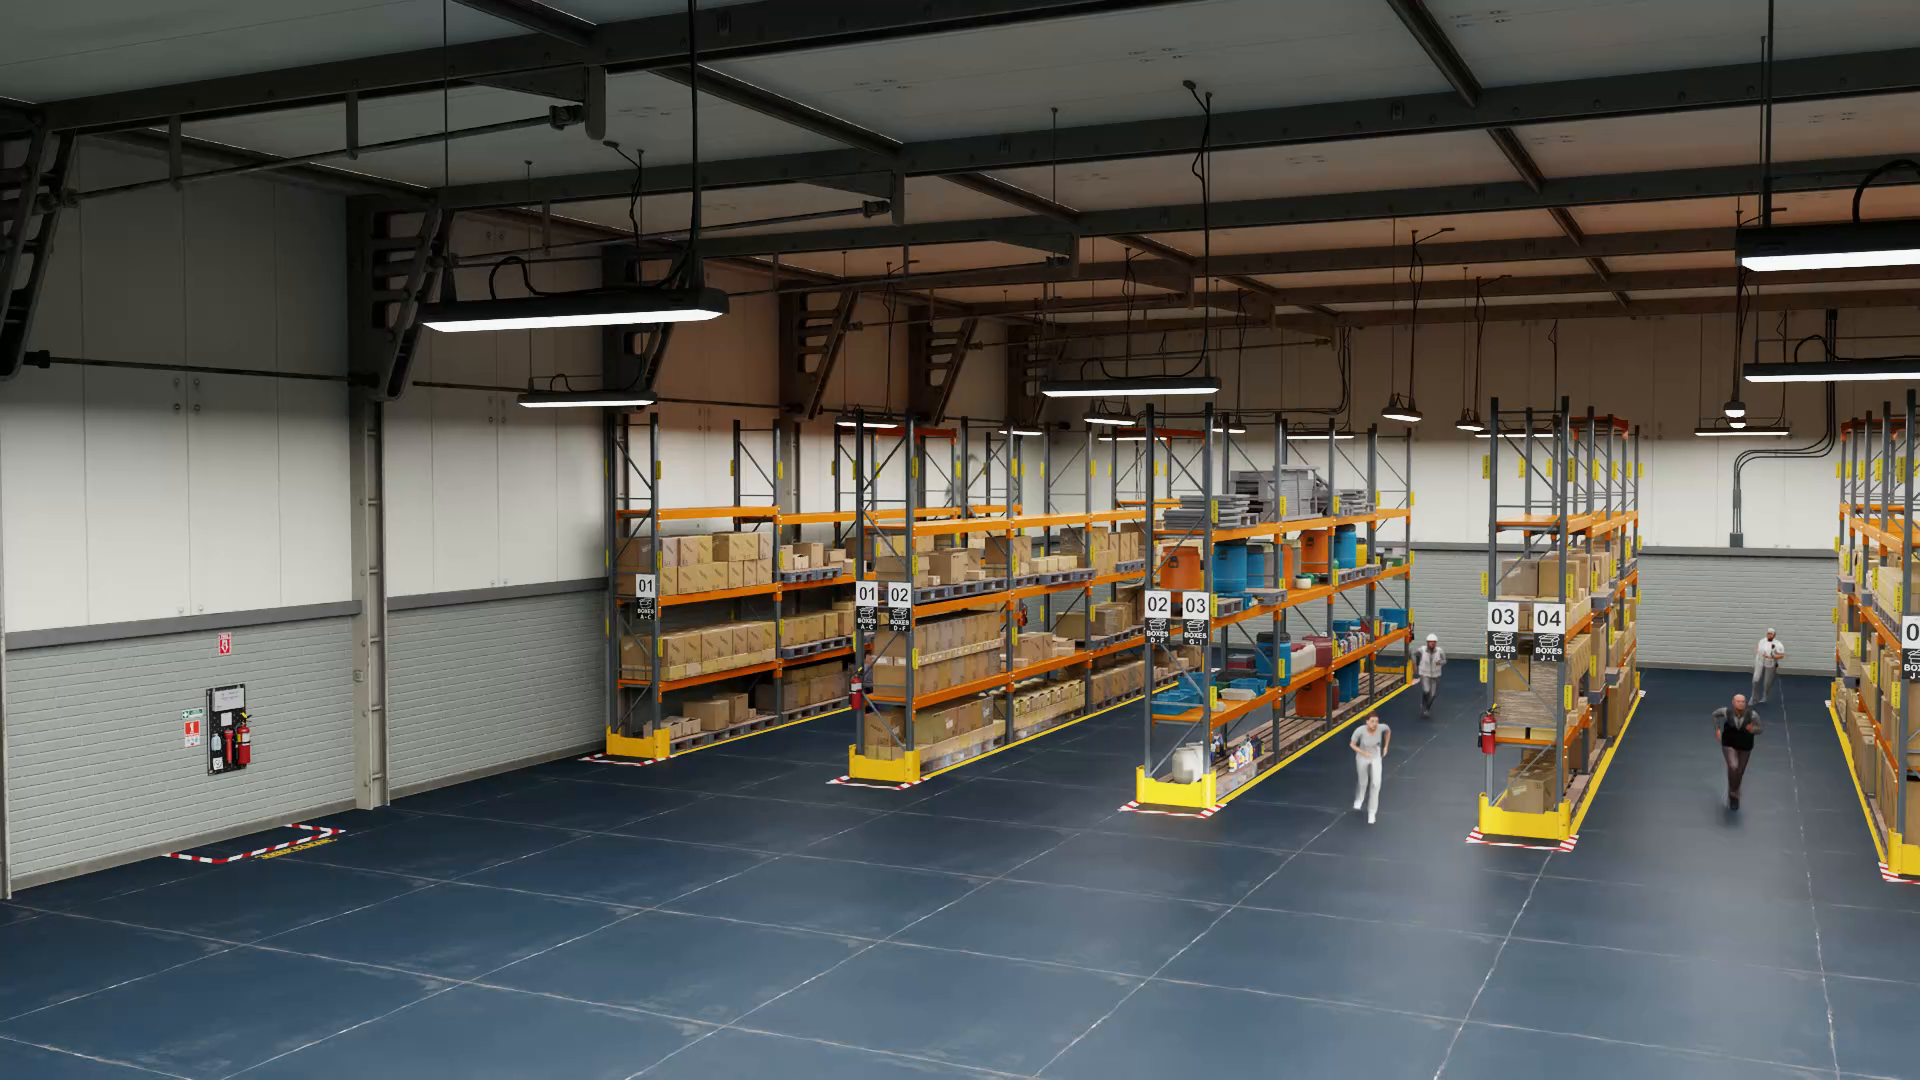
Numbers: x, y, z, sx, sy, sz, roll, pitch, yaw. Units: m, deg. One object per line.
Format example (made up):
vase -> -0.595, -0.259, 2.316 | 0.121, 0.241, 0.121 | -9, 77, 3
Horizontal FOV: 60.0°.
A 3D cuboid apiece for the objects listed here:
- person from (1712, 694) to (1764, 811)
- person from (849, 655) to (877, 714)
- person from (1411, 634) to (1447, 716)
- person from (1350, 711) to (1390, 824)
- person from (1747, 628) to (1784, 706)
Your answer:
person -> 11.536, 3.123, 24.697 | 0.649, 1.720, 0.943 | 1, 2, 12
person -> -1.818, 2.917, 31.964 | 0.637, 1.482, 0.847 | 0, 2, -1
person -> 9.472, 2.733, 33.565 | 0.644, 1.698, 0.811 | 0, 2, 2
person -> 5.871, 3.222, 23.956 | 0.606, 1.626, 0.960 | 0, 2, -1
person -> 17.191, 2.715, 35.351 | 0.650, 1.713, 0.748 | 2, 3, 41
